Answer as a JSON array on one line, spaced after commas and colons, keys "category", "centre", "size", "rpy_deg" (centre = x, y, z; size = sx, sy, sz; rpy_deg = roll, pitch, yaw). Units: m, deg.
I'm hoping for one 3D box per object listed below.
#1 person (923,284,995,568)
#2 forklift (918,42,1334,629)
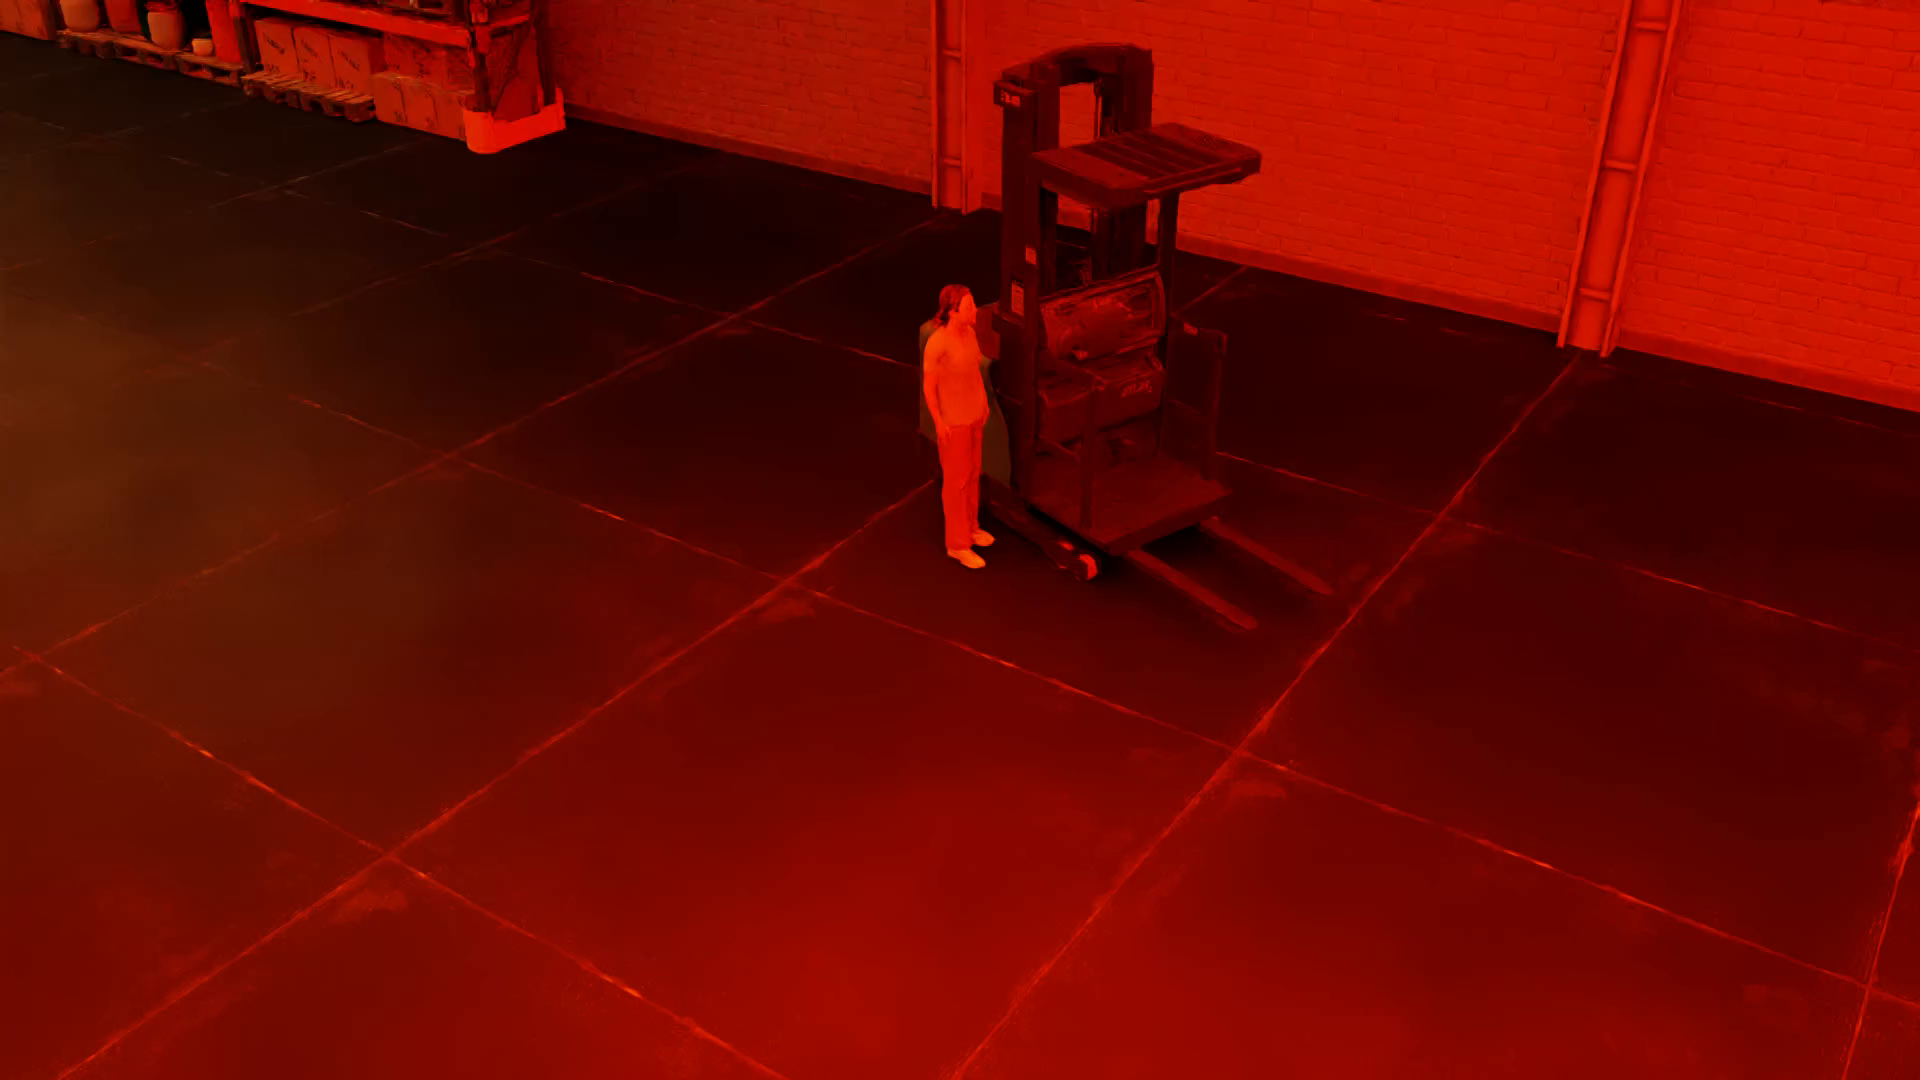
[{"category": "person", "centre": [0.056, -0.712, 10.028], "size": [0.545, 1.664, 0.554], "rpy_deg": [19, 35, 29]}, {"category": "forklift", "centre": [0.991, -1.295, 9.812], "size": [1.130, 2.935, 3.031], "rpy_deg": [-20, 36, -31]}]
